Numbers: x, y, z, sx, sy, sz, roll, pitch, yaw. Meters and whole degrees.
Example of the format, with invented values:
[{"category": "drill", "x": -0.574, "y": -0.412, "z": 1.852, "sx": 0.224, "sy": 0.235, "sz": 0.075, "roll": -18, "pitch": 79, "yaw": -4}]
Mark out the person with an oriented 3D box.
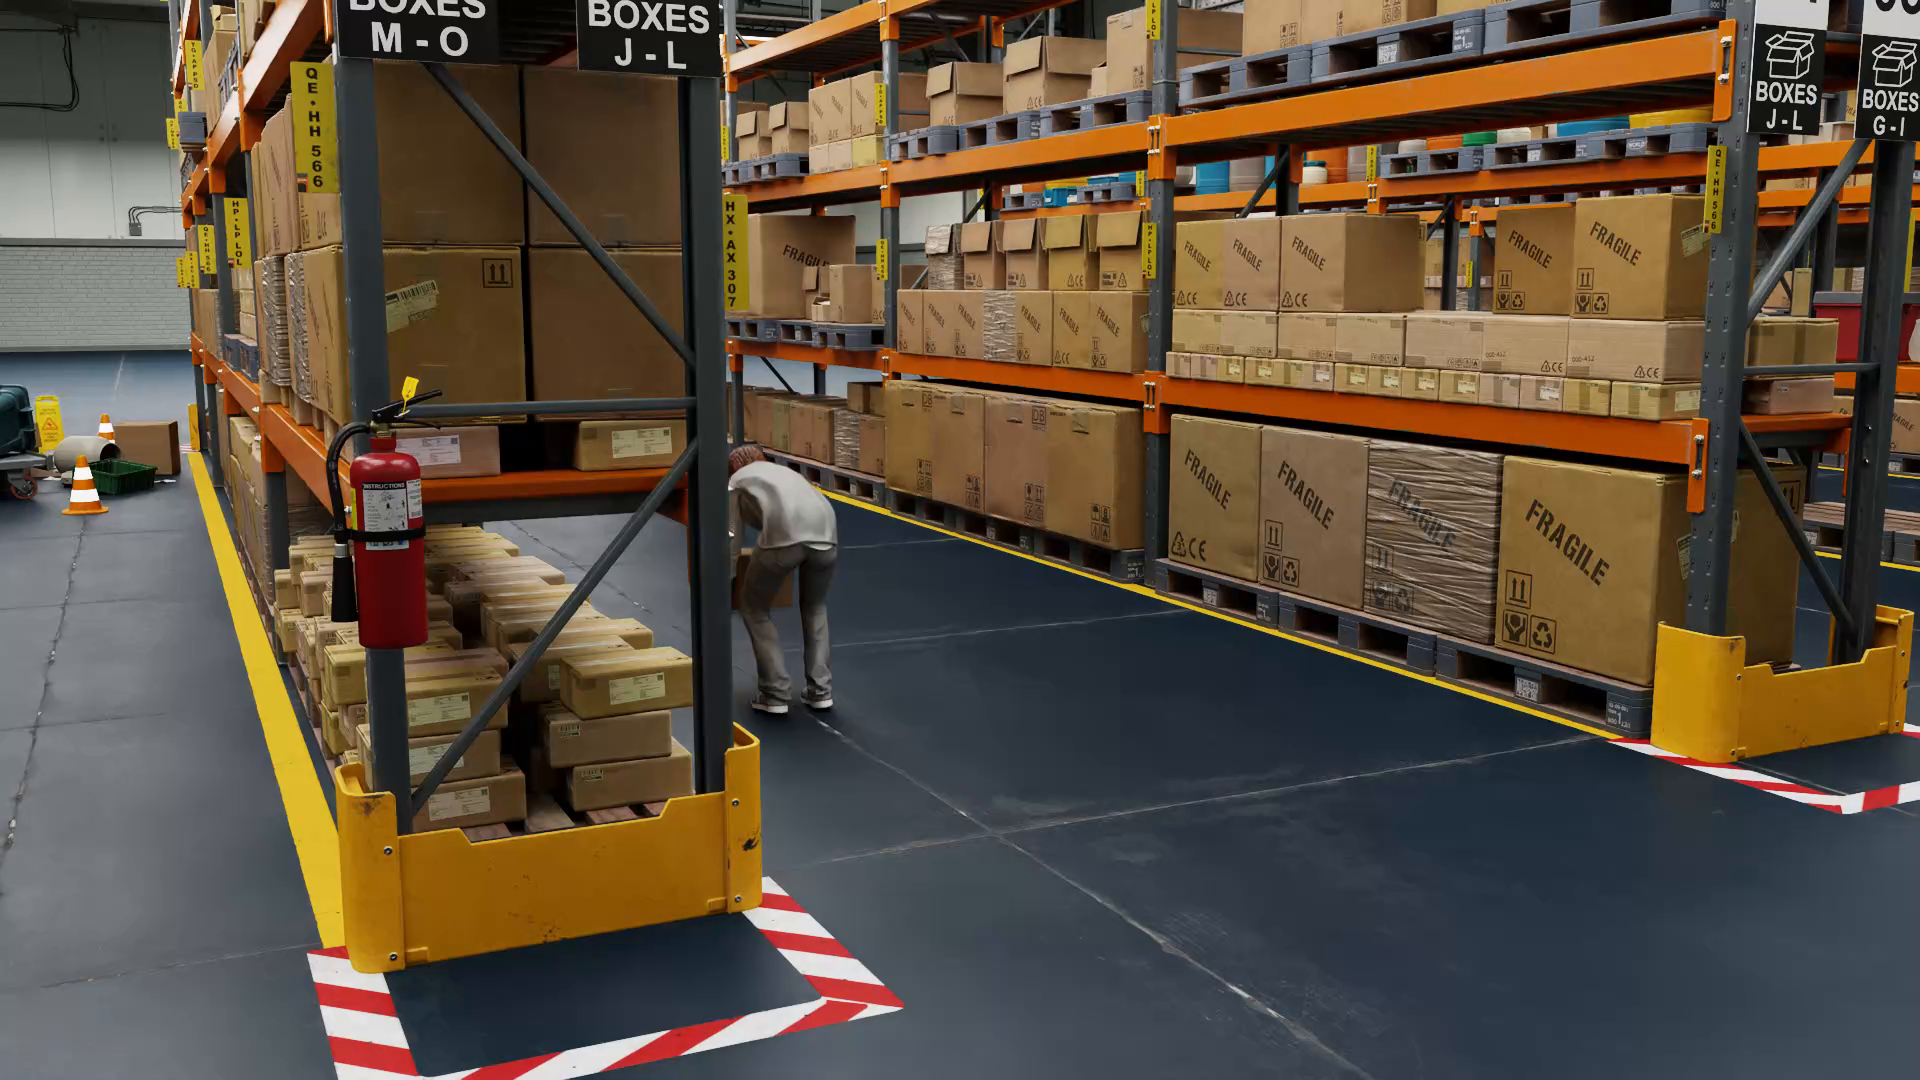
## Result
[{"category": "person", "x": -0.821, "y": 0.164, "z": 7.388, "sx": 0.402, "sy": 1.121, "sz": 0.842, "roll": -5, "pitch": 10, "yaw": -28}]
